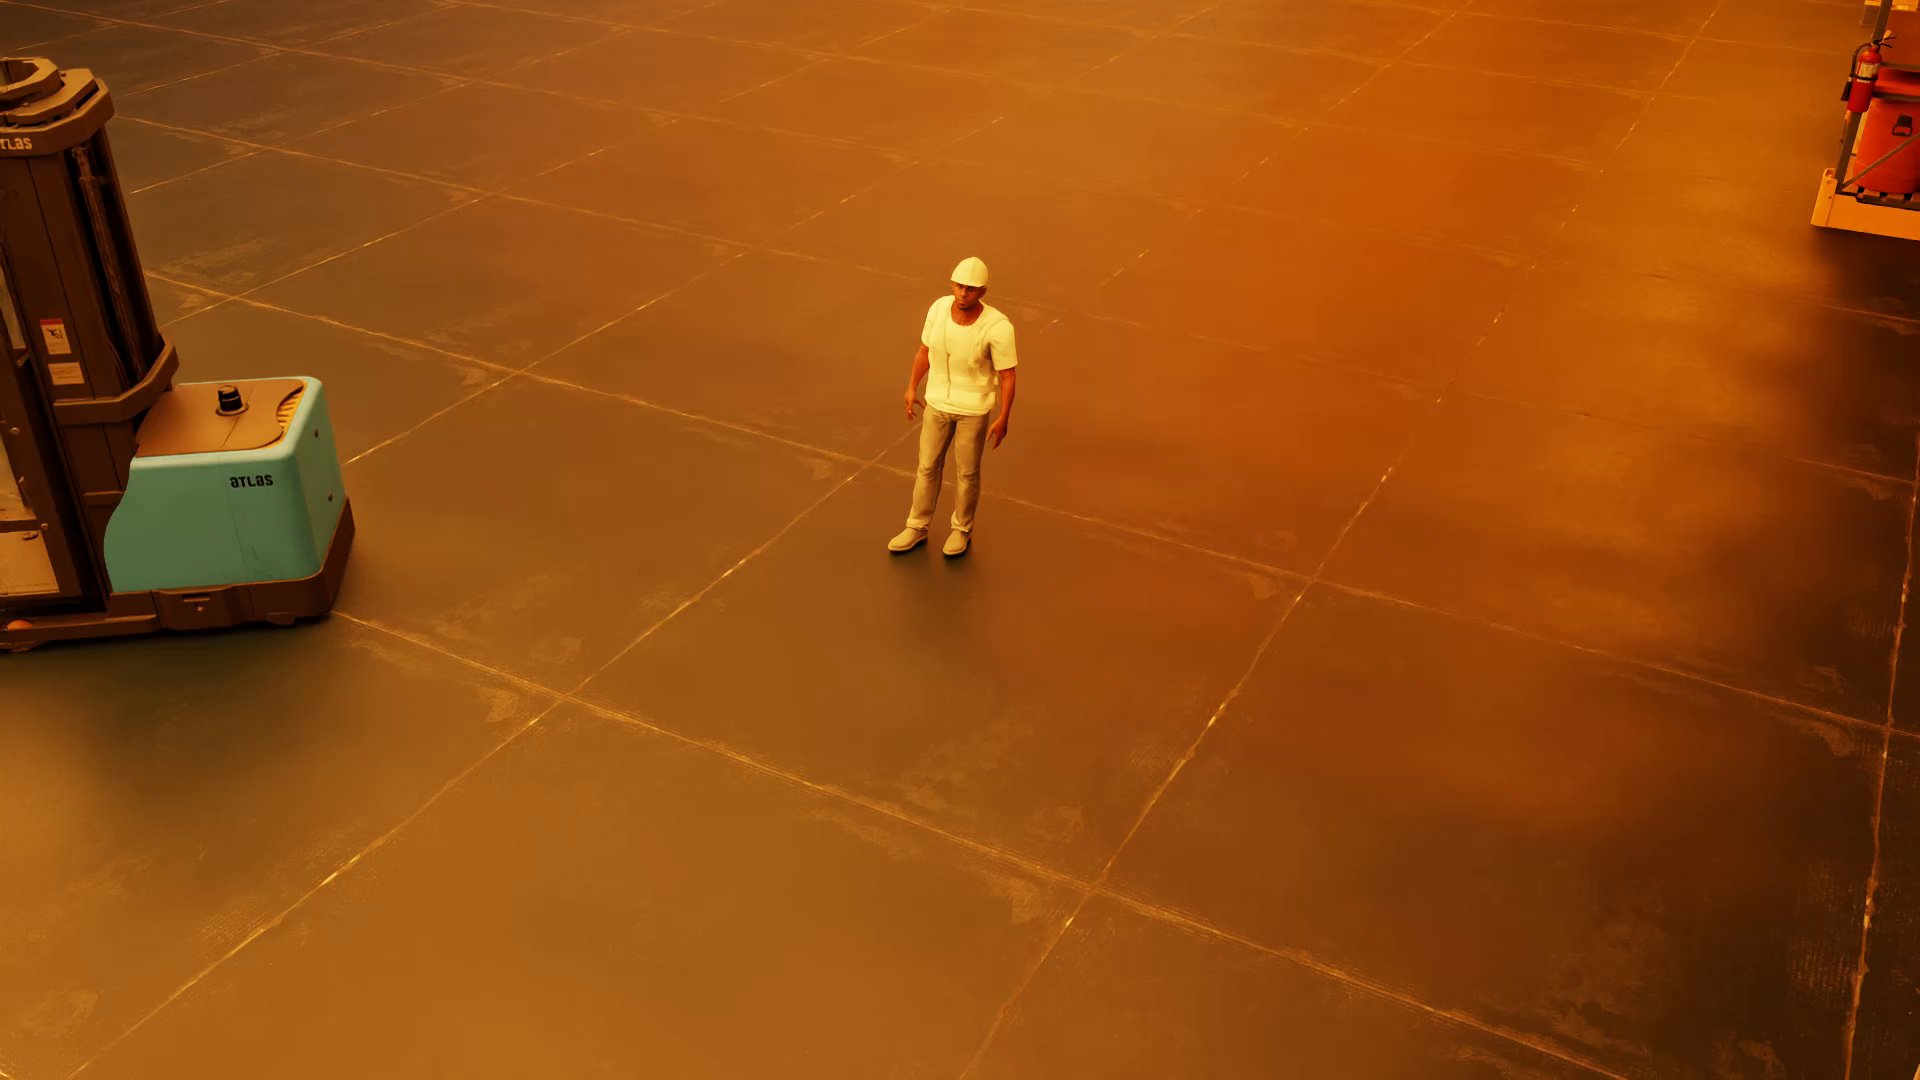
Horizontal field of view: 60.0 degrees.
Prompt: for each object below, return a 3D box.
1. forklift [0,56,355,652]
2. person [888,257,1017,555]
[{"bbox_3d":[-5.051,-0.936,8.692,3.031,2.935,1.130,-4,30,-8],"label":"forklift"},{"bbox_3d":[-0.039,-0.743,9.508,0.665,1.765,0.577,15,33,25],"label":"person"}]
